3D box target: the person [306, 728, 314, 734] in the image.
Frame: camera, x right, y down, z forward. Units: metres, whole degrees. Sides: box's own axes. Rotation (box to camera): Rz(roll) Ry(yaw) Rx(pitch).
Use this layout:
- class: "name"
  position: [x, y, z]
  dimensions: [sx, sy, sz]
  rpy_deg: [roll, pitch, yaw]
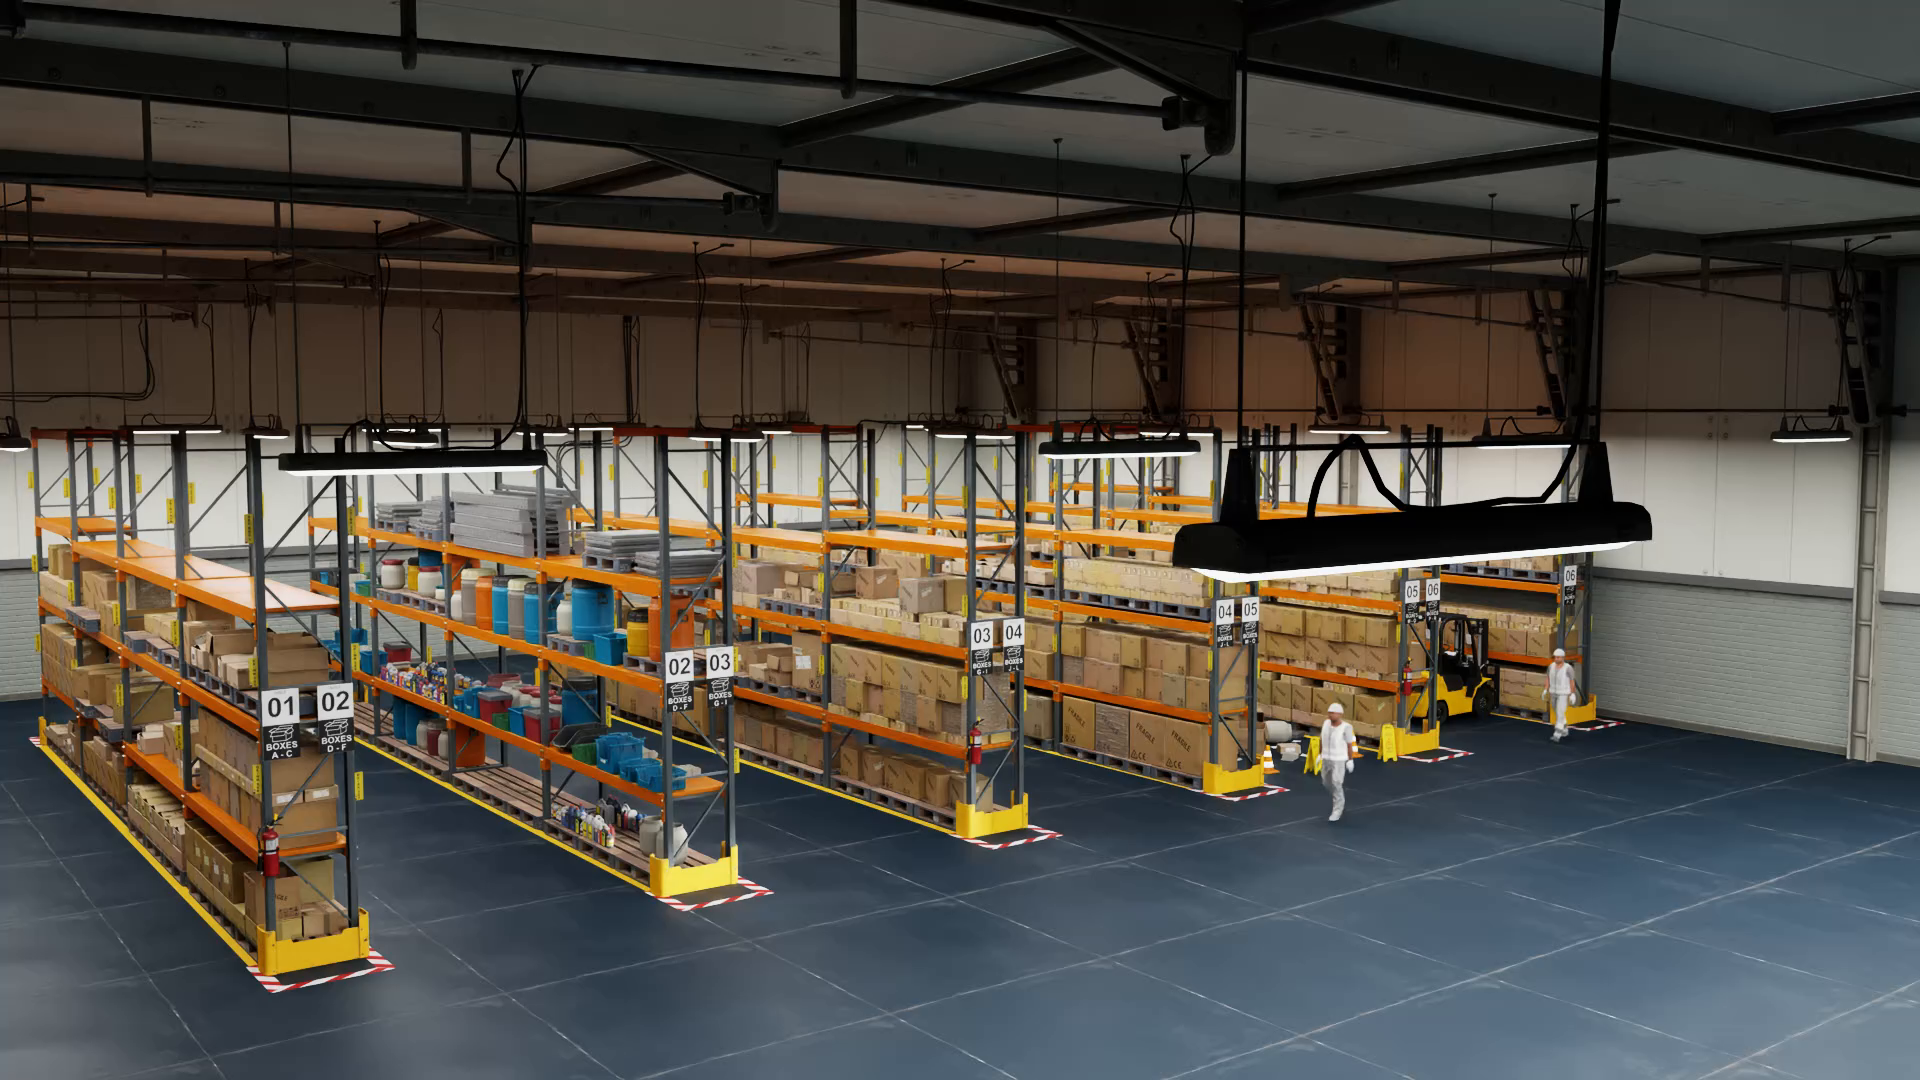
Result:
- class: "person"
  position: [-10.183, 3.442, 25.827]
  dimensions: [0.756, 1.813, 0.617]
  rpy_deg: [3, 5, 29]

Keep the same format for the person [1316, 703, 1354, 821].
- class: "person"
  position: [5.851, 3.410, 25.828]
  dimensions: [0.759, 1.780, 0.541]
  rpy_deg: [-4, 6, -42]

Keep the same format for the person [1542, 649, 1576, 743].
- class: "person"
  position: [11.450, 2.959, 31.833]
  dimensions: [0.885, 1.768, 0.539]
  rpy_deg: [-3, 5, -33]
